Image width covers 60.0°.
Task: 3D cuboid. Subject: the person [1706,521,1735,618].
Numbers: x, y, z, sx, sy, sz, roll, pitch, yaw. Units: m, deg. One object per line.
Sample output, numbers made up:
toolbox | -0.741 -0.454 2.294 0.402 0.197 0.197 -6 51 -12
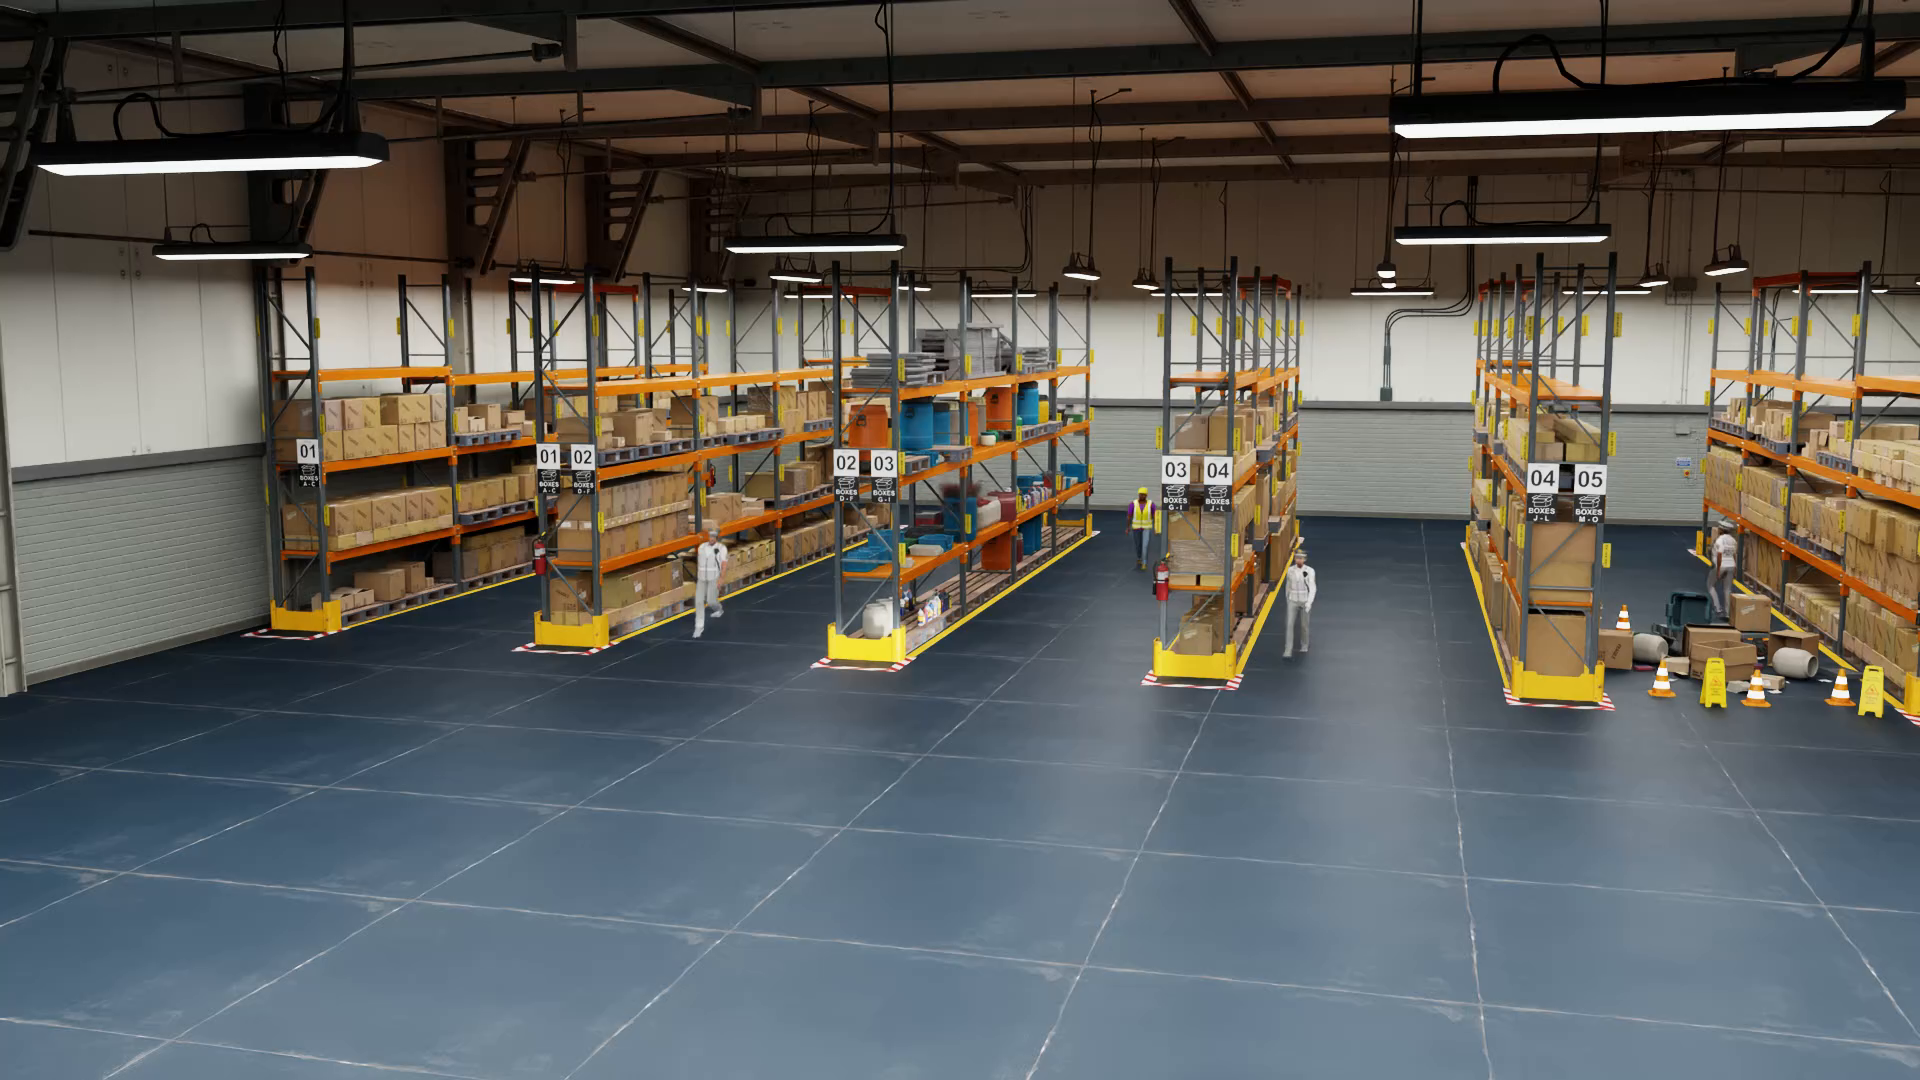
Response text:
person | 13.260 0.526 28.851 0.470 1.698 0.491 -1 7 -11

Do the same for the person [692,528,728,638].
person | -4.127 0.699 27.289 0.561 1.794 0.683 1 7 11

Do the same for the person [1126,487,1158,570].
person | 3.798 -0.252 34.714 0.642 1.712 1.093 2 7 12

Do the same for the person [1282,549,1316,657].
person | 5.197 0.948 25.451 0.496 1.636 0.935 3 8 21
